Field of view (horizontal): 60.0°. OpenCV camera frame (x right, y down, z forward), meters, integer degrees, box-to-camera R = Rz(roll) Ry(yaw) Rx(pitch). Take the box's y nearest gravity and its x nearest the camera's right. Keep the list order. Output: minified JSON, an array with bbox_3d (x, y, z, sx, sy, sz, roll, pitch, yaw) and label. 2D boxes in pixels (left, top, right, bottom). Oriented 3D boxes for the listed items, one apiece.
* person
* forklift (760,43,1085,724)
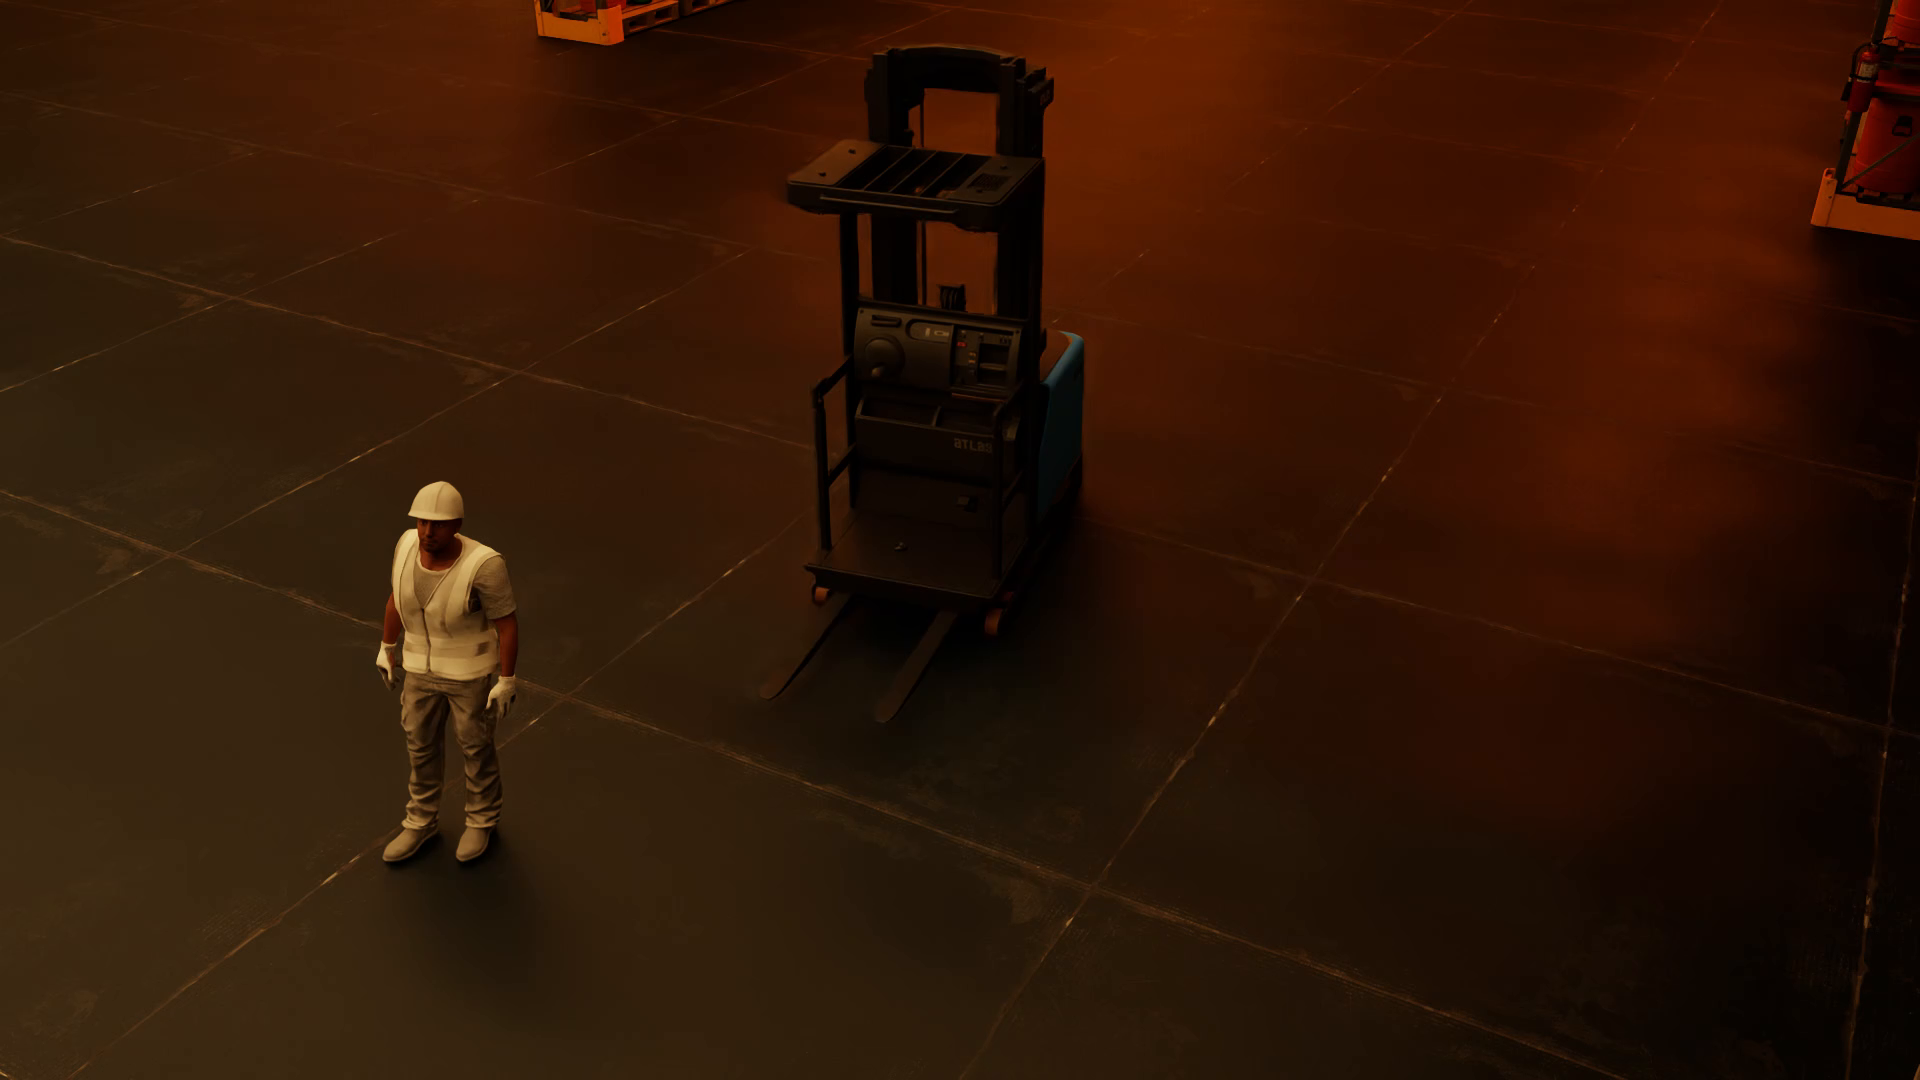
[{"bbox_3d":[-2.237,0.596,7.174,0.655,1.784,0.572,9,31,15],"label":"person"},{"bbox_3d":[-0.189,-0.963,8.739,1.130,2.935,3.031,10,31,16],"label":"forklift"}]
